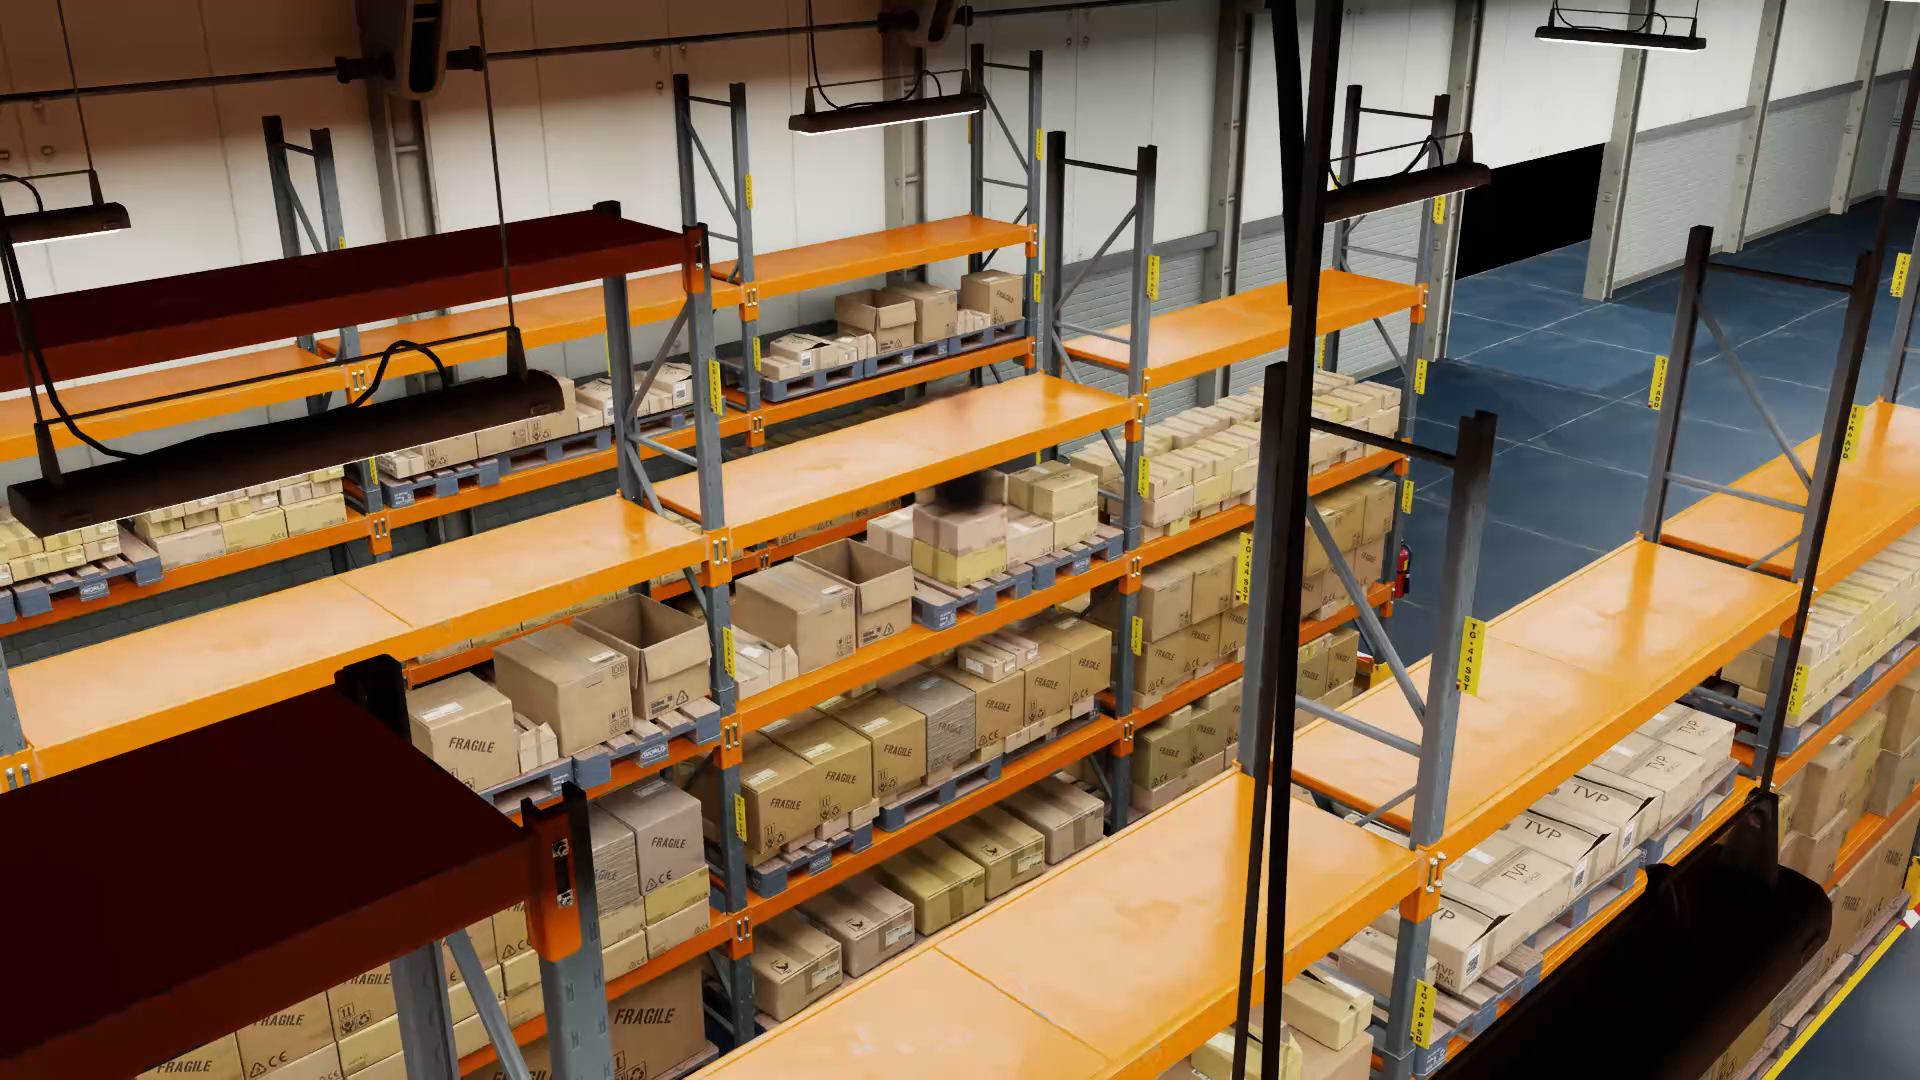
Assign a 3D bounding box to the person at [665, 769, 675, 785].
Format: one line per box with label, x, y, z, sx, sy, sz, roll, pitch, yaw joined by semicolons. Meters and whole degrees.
person;-2.257;2.010;13.882;0.580;1.620;0.720;13;26;29
